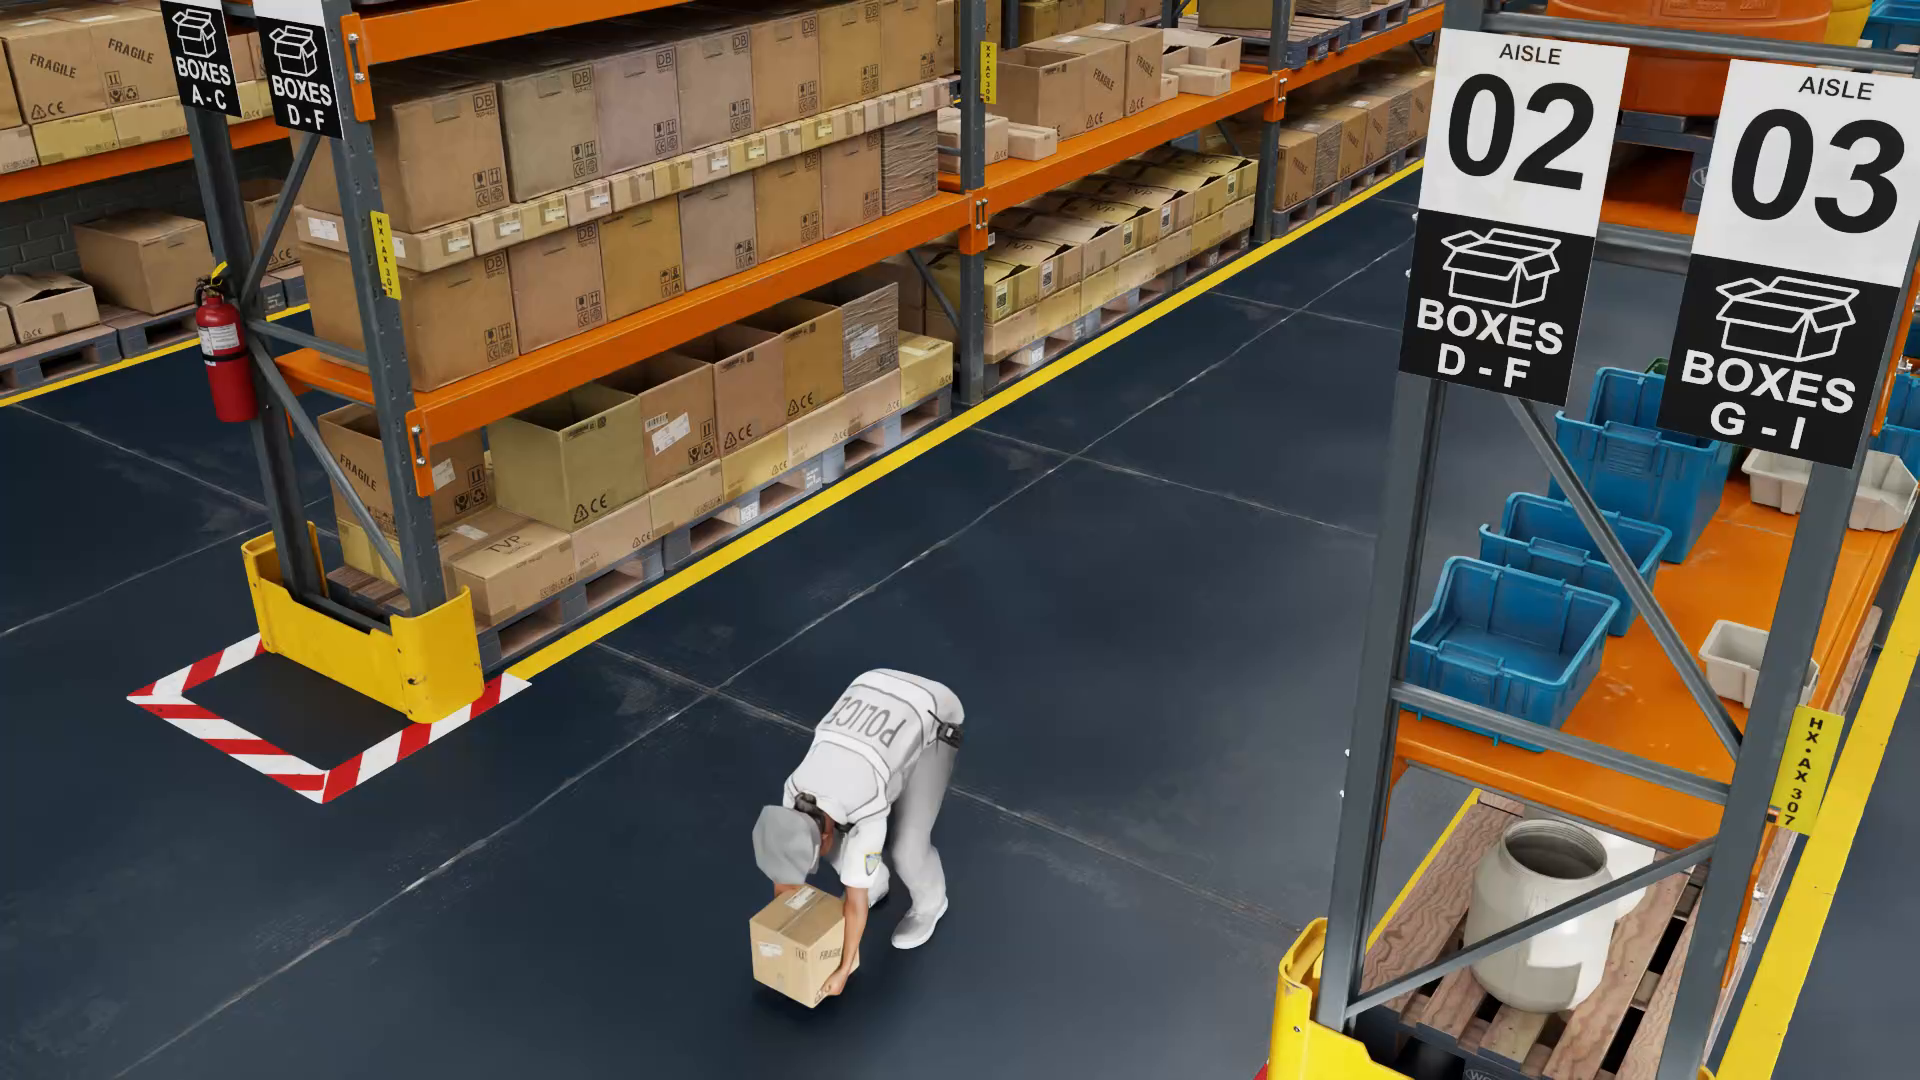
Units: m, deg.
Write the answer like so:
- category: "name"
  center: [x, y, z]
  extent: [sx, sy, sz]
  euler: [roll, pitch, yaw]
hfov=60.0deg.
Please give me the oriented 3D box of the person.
- category: "person"
  center: [-0.327, 0.972, 5.533]
  extent: [0.456, 0.922, 0.907]
  euler: [16, 31, 28]
